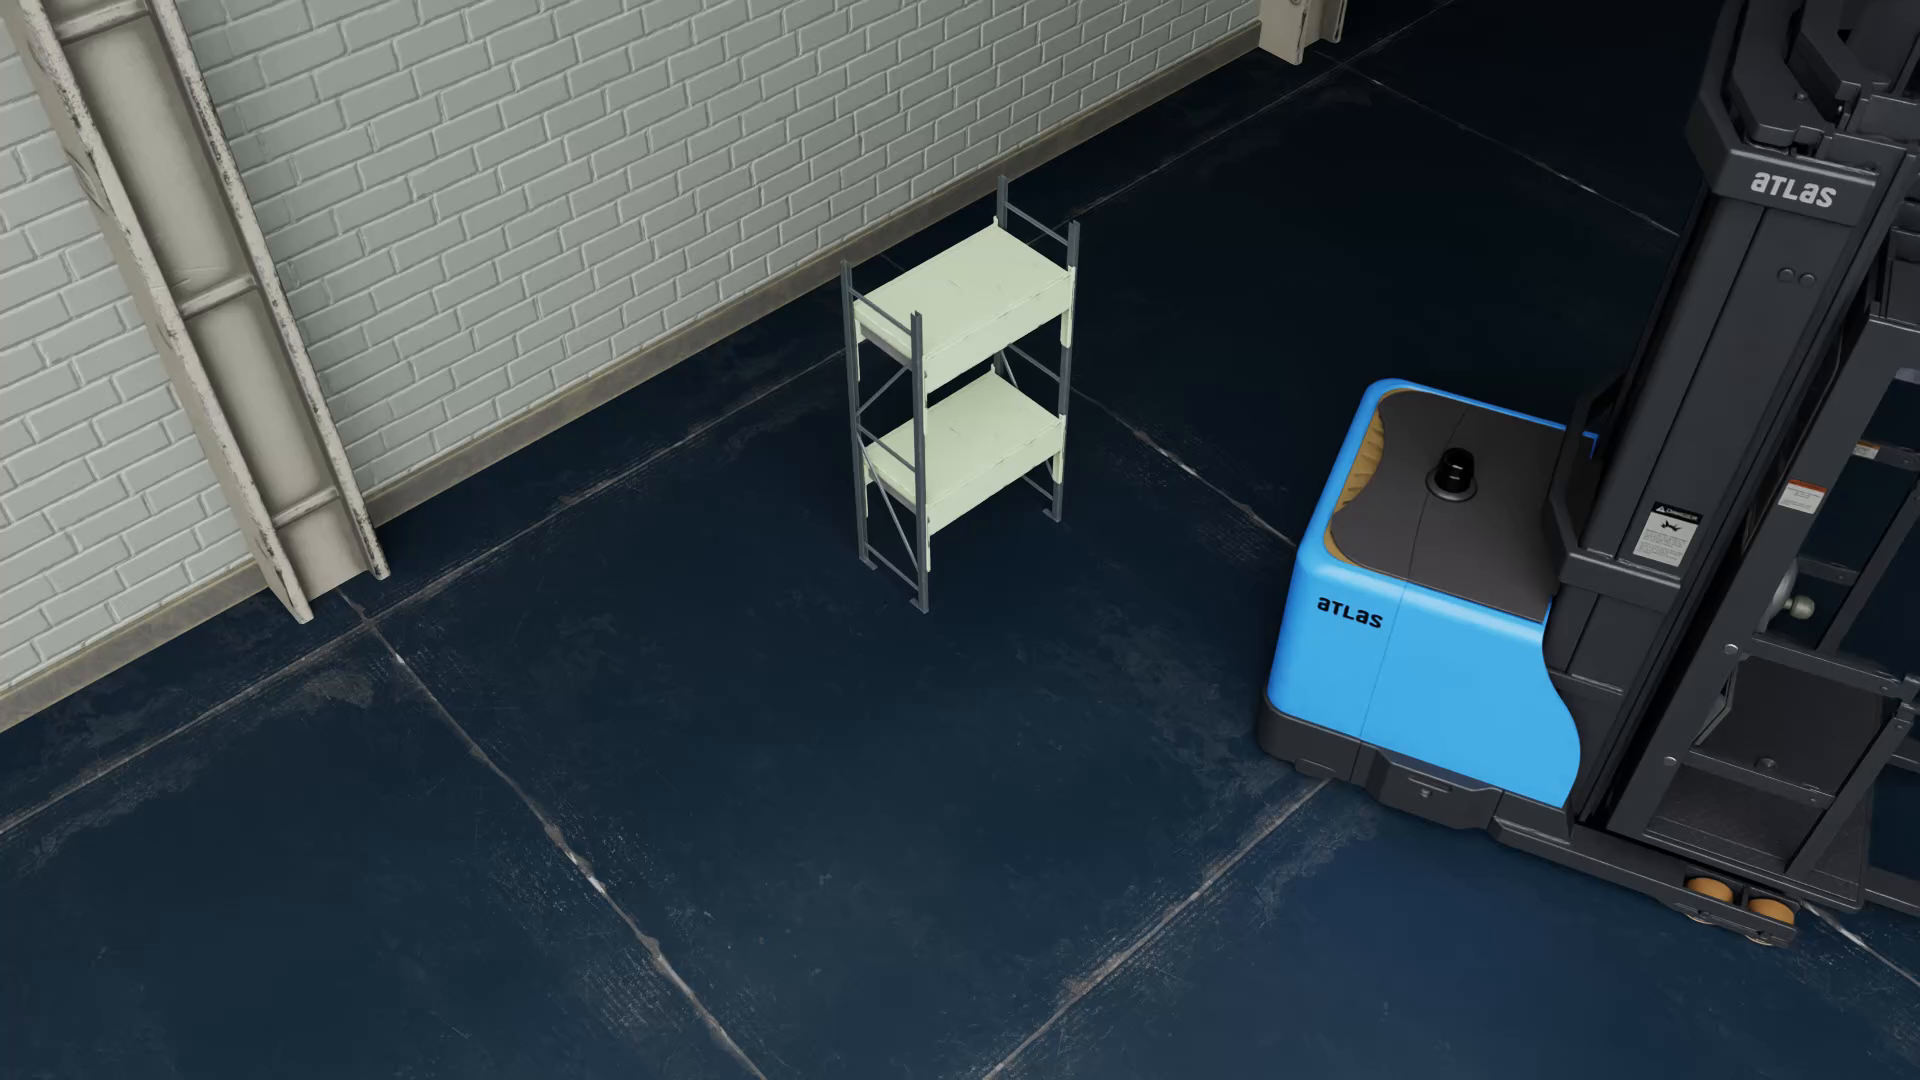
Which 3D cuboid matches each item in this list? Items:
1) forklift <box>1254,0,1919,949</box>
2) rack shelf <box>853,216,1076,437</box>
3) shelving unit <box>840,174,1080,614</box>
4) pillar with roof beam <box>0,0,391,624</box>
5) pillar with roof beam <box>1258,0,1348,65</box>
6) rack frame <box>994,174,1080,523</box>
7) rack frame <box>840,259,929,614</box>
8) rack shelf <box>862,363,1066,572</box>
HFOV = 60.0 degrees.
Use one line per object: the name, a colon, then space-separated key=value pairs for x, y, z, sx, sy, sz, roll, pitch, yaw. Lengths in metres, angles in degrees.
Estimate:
forklift: x=2.633 y=-0.091 z=4.893 sx=3.031 sy=2.935 sz=1.130 roll=18 pitch=50 yaw=16
rack shelf: x=0.005 y=-0.777 z=5.968 sx=0.720 sy=0.370 sz=0.431 roll=-34 pitch=56 yaw=-27
shelving unit: x=0.005 y=-0.512 z=6.255 sx=0.755 sy=1.500 sz=0.431 roll=-34 pitch=56 yaw=-27
pillar with roof beam: x=0.365 y=-0.561 z=1.197 sx=0.400 sy=9.000 sz=9.100 roll=-34 pitch=56 yaw=-27
pillar with roof beam: x=4.805 y=-3.527 z=3.935 sx=0.400 sy=9.000 sz=9.100 roll=-34 pitch=56 yaw=-27
rack frame: x=0.276 y=-0.693 z=6.422 sx=0.023 sy=1.500 sz=0.400 roll=-34 pitch=56 yaw=-27
rack frame: x=-0.266 y=-0.331 z=6.088 sx=0.023 sy=1.500 sz=0.400 roll=-34 pitch=56 yaw=-27
rack shelf: x=0.005 y=-0.291 z=6.495 sx=0.720 sy=0.370 sz=0.431 roll=-34 pitch=56 yaw=-27
